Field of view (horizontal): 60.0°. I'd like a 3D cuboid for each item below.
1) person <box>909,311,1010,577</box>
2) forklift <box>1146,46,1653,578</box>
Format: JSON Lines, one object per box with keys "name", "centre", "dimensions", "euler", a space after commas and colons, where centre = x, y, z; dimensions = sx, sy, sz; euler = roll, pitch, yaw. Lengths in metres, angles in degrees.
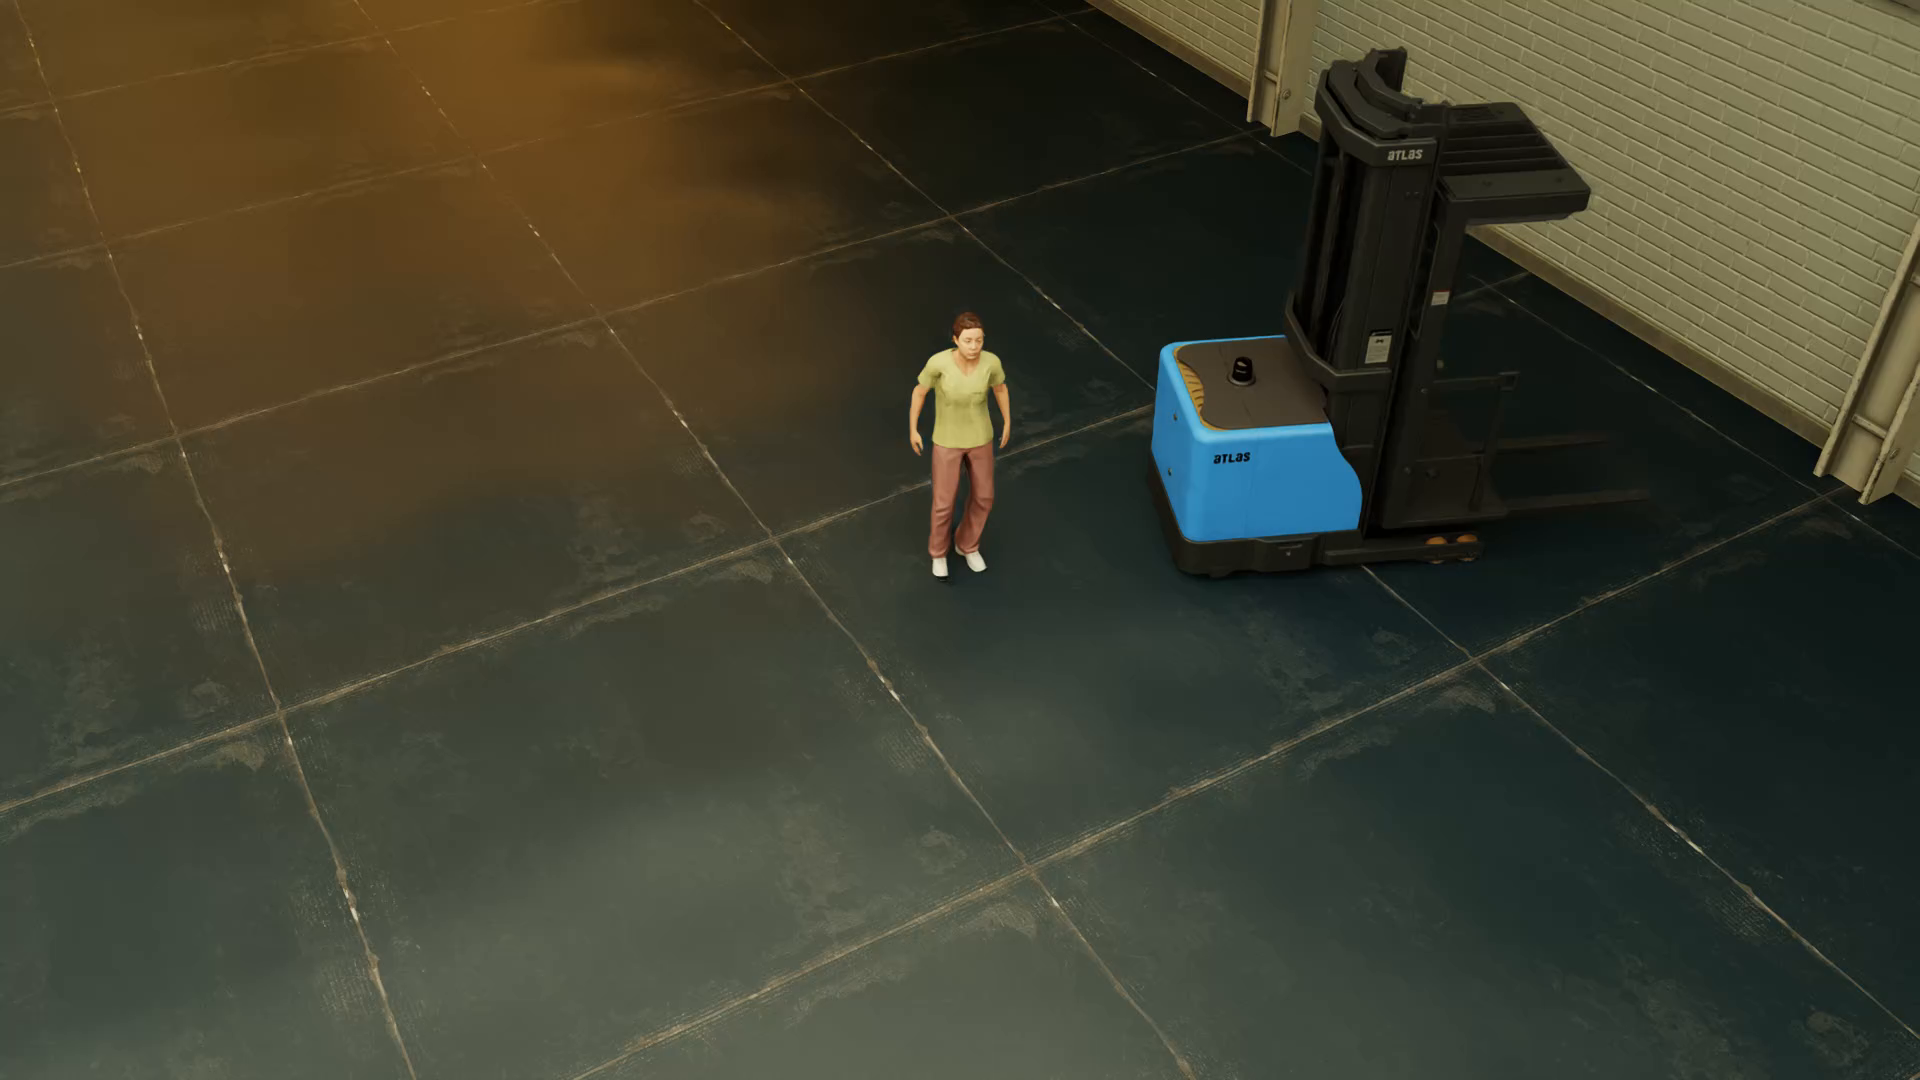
{"name": "person", "centre": [0.017, -0.554, 9.721], "dimensions": [0.612, 1.657, 0.501], "euler": [-7, 40, -8]}
{"name": "forklift", "centre": [2.756, -1.315, 9.621], "dimensions": [3.031, 2.935, 1.130], "euler": [-5, 40, -6]}
